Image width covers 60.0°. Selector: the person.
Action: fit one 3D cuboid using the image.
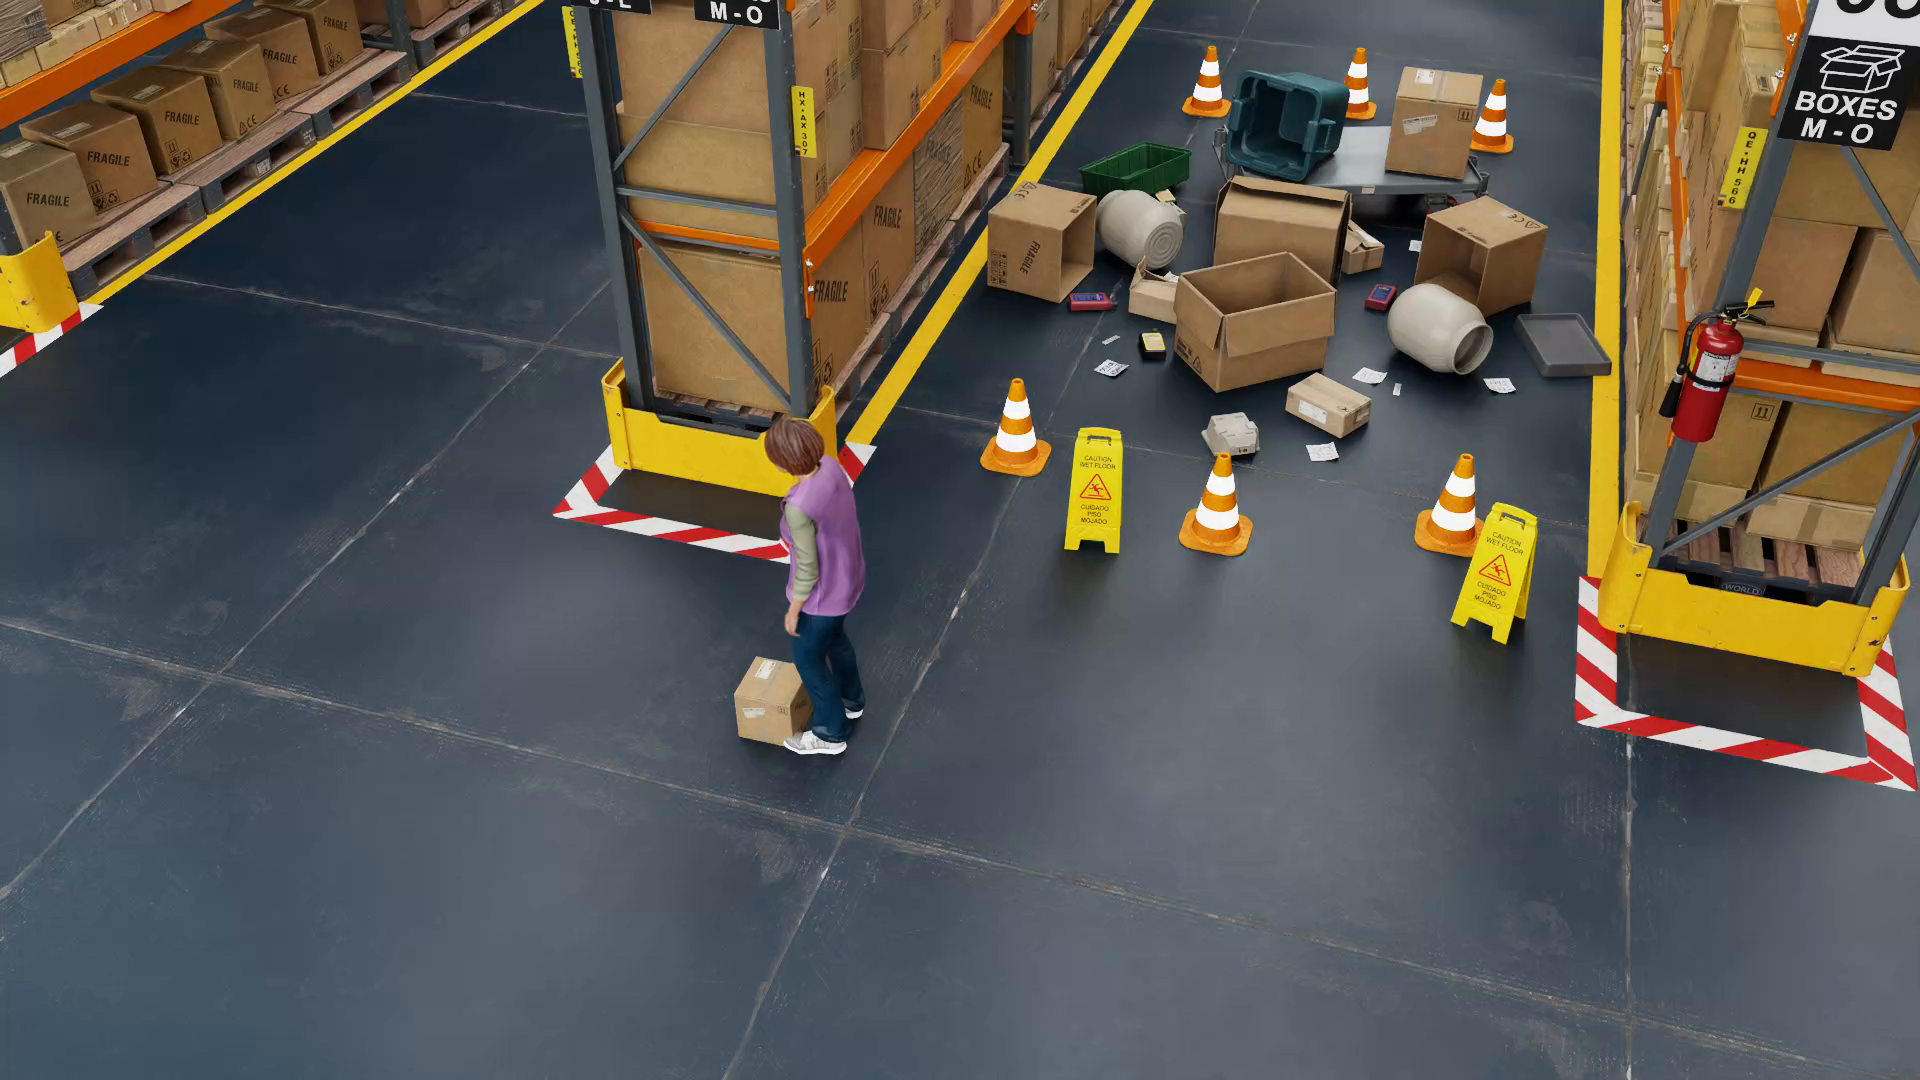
[{"bbox_3d":[-0.532,0.256,6.676,0.289,1.327,0.459,11,39,14],"label":"person"}]
